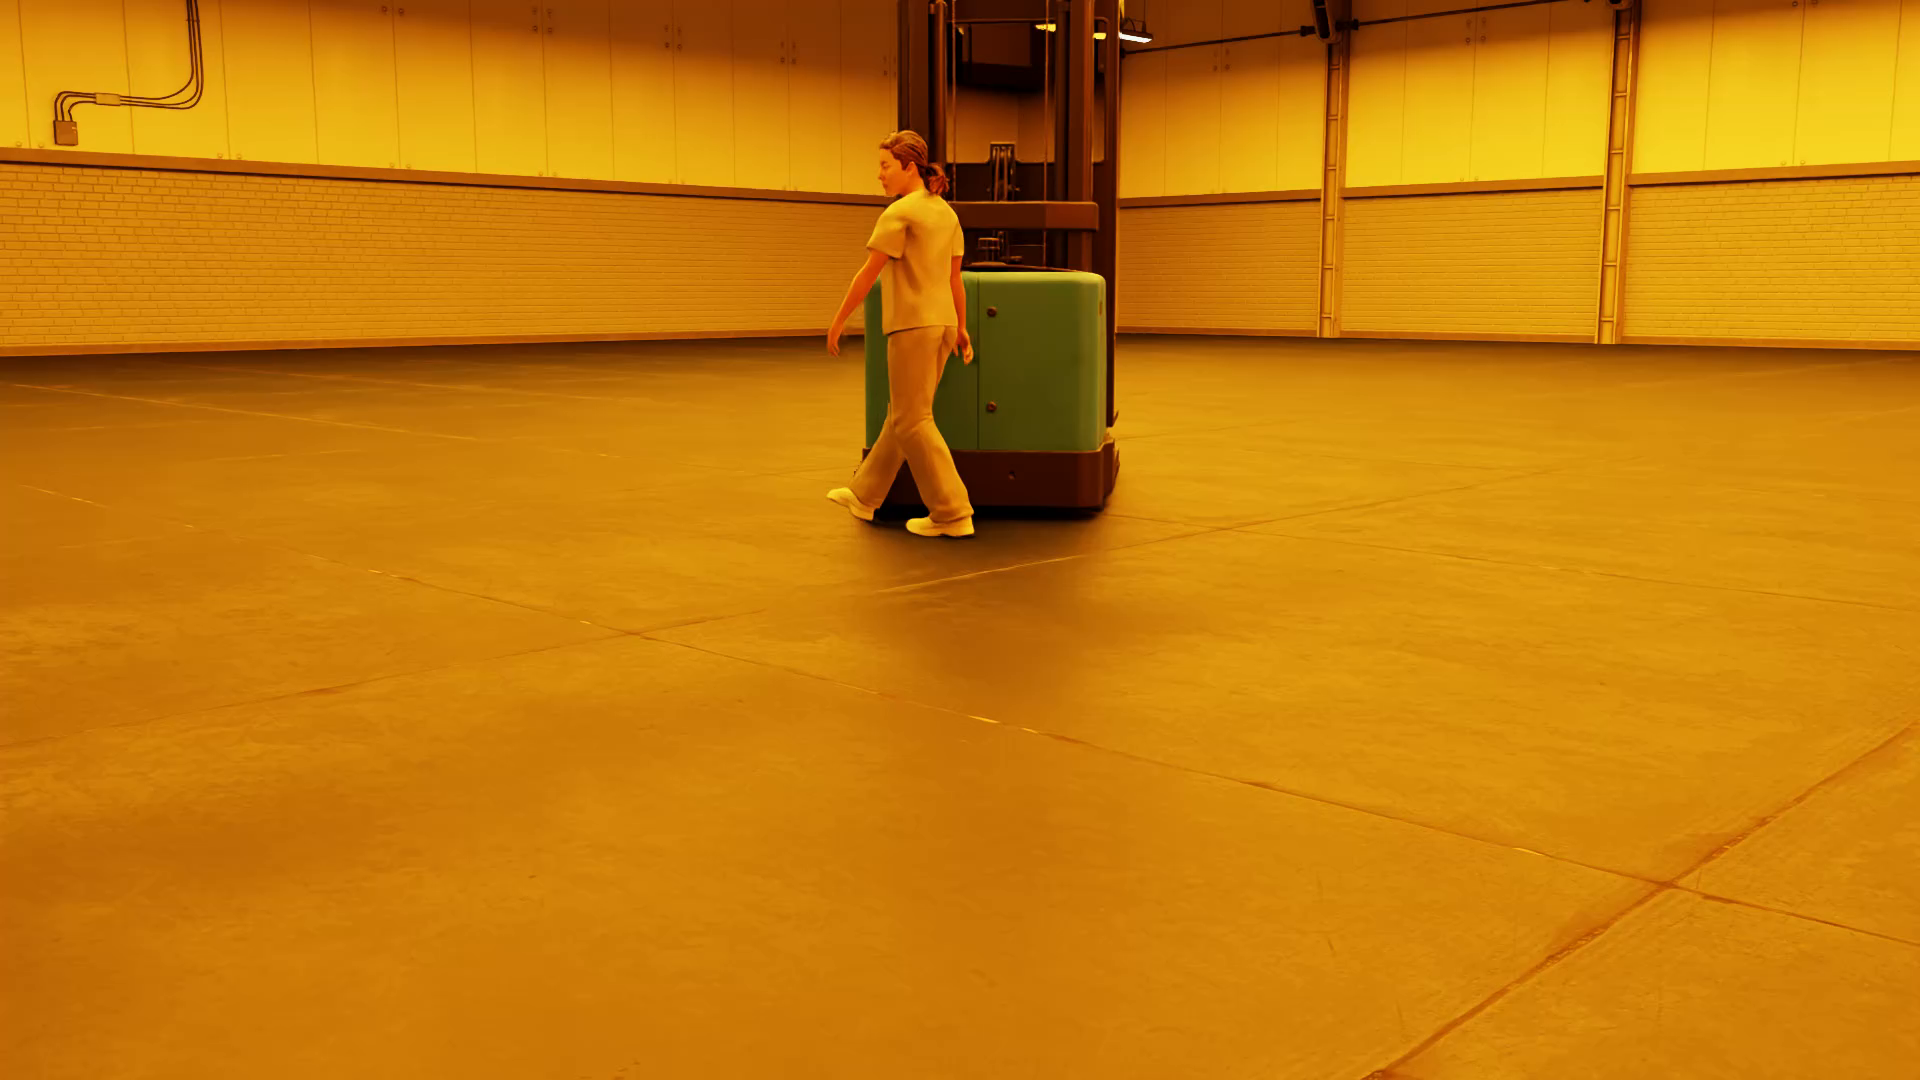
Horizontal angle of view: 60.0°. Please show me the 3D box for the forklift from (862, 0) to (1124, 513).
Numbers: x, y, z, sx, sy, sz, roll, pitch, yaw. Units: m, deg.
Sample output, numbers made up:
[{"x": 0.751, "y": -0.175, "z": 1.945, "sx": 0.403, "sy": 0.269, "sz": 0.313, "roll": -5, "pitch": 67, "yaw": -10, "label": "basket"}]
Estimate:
[{"x": 0.265, "y": -1.751, "z": 8.500, "sx": 1.130, "sy": 2.935, "sz": 3.031, "roll": 1, "pitch": 9, "yaw": 7, "label": "forklift"}]

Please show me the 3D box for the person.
[{"x": -0.276, "y": -0.856, "z": 6.914, "sx": 0.824, "sy": 1.640, "sz": 0.626, "roll": 5, "pitch": 10, "yaw": 29, "label": "person"}]
